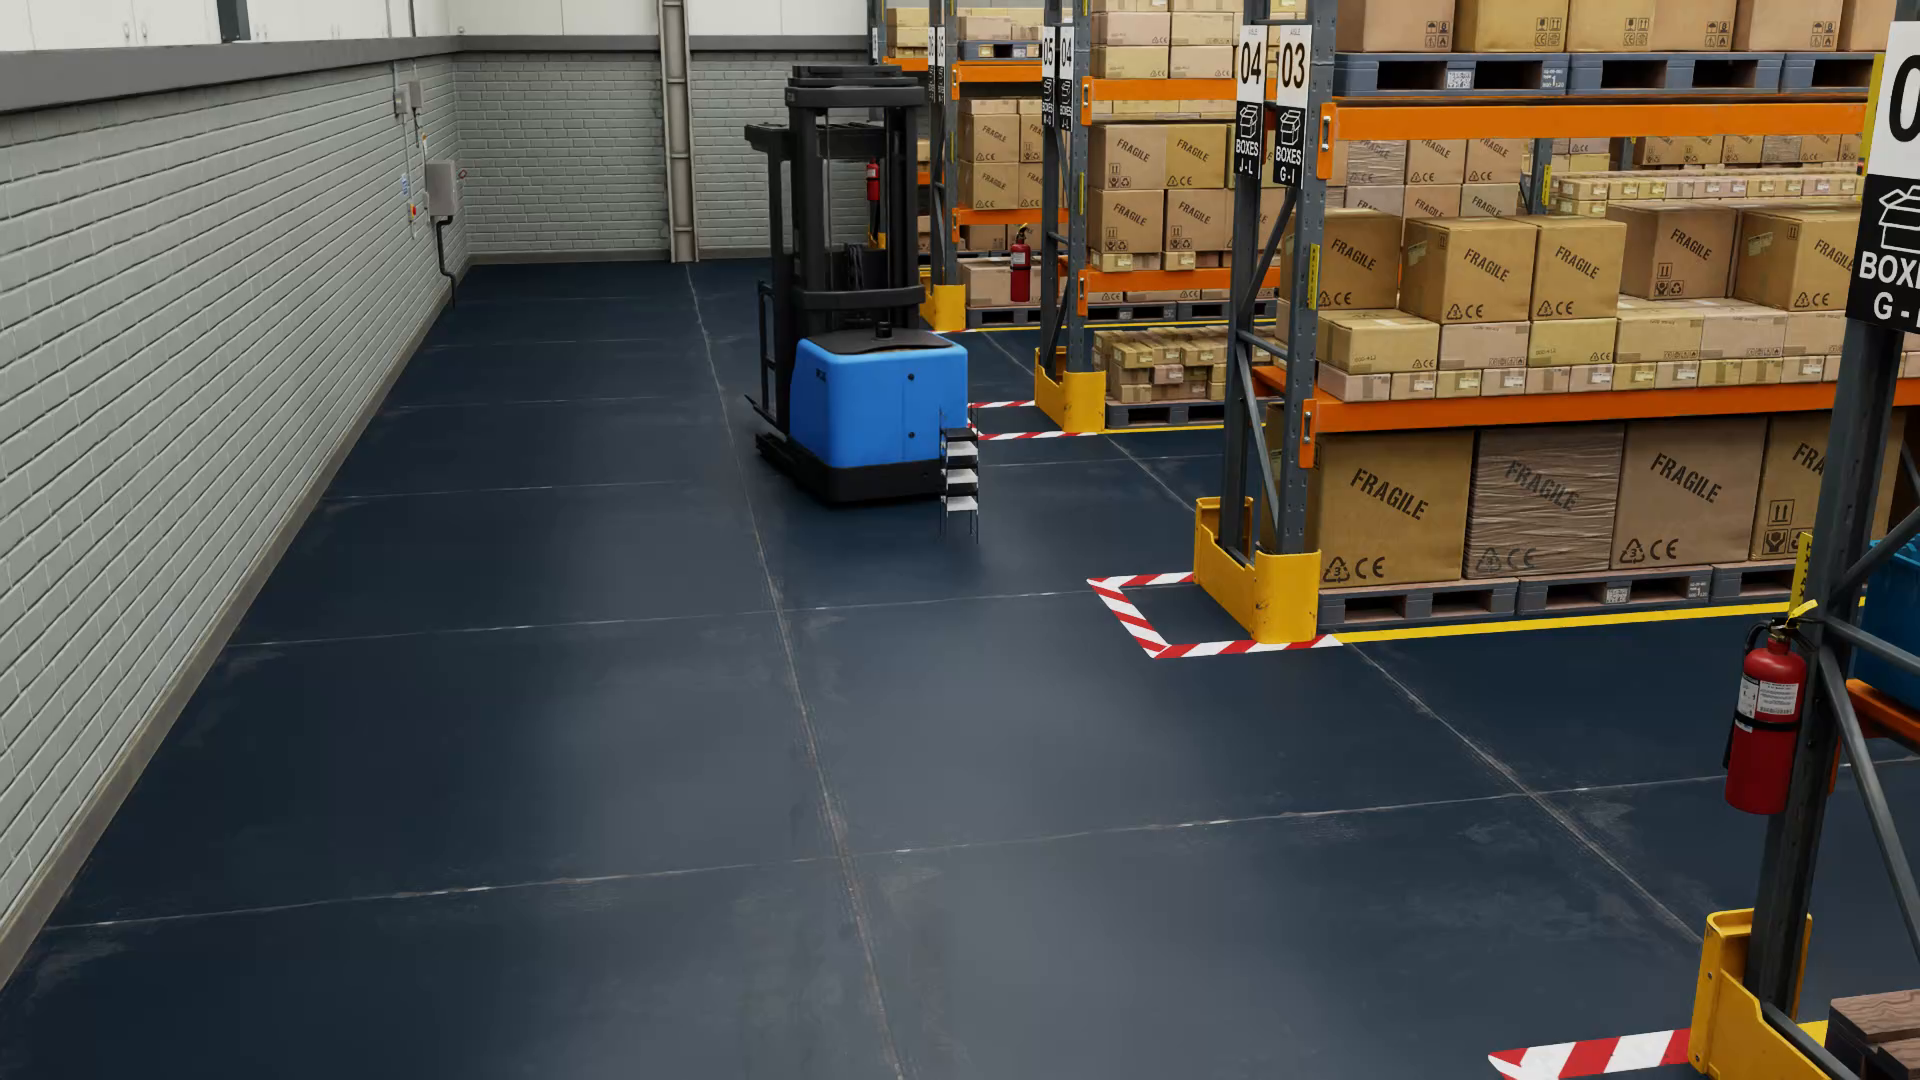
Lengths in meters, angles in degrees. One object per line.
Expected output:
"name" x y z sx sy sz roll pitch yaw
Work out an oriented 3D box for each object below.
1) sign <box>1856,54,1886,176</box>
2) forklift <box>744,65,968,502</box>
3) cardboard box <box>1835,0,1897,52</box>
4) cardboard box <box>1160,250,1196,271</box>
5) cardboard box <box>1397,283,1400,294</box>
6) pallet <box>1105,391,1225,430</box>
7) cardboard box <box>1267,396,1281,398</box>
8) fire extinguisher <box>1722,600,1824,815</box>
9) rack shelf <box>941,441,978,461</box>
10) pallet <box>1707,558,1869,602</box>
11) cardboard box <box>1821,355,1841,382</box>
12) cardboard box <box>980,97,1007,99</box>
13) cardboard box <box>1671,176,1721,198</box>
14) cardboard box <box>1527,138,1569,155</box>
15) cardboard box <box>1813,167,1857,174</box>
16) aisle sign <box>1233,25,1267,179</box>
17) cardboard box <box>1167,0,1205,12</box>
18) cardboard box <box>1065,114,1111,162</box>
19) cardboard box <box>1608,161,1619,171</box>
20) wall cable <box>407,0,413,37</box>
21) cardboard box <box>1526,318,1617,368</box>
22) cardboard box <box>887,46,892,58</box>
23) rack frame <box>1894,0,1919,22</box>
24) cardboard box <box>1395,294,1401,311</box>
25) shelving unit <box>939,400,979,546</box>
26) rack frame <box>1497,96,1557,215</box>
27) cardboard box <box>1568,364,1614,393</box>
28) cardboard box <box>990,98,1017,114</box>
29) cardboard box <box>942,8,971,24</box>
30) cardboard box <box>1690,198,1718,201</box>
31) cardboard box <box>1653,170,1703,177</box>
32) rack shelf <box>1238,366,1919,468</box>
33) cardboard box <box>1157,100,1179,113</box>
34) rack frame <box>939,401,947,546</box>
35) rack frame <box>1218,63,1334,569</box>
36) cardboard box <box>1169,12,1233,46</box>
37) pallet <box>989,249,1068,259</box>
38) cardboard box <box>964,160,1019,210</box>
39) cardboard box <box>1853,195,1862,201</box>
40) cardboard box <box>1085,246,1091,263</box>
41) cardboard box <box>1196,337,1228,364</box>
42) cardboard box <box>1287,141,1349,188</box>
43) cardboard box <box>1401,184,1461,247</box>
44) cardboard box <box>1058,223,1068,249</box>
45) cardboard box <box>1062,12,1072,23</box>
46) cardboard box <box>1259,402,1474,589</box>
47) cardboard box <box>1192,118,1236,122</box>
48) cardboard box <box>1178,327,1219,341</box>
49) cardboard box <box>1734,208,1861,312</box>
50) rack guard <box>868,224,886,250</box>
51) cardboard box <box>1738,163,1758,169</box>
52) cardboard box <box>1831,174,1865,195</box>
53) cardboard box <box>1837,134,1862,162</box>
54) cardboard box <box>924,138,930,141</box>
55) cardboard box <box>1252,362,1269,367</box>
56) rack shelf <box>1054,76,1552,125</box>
"sign" 2.514 -1.160 4.550 0.005 0.325 0.100 -3 17 -10
"forklift" -0.947 -2.053 12.504 1.130 2.935 3.031 -7 18 -21
"cardboard box" 4.865 -2.939 9.106 0.500 0.500 0.700 -4 18 -14
"cardboard box" 1.750 -2.311 13.655 0.250 0.149 0.380 -4 17 -12
"cardboard box" 5.221 -3.421 19.745 0.875 0.875 0.875 -3 17 -9
"pallet" 1.732 -1.188 14.321 1.213 0.211 1.003 -3 17 -10
"cardboard box" 2.677 -1.324 14.153 0.250 0.149 0.380 -4 18 -13
"fire extinguisher" 2.400 0.474 4.926 0.183 0.674 0.296 -3 17 -10
"rack shelf" -0.008 -0.570 10.635 0.200 0.077 0.258 -3 17 -10
"pallet" 4.861 0.084 10.180 1.213 0.211 1.003 -3 17 -10
"cardboard box" 4.880 -1.009 9.416 0.250 0.149 0.380 -4 17 -11
"cardboard box" 0.374 -4.838 18.476 0.250 0.149 0.380 -3 17 -9
"cardboard box" 6.276 -3.018 14.227 0.250 0.149 0.380 -3 17 -11
"cardboard box" 6.709 -4.739 19.260 0.500 0.500 0.500 -3 17 -9
"cardboard box" 7.954 -3.307 15.169 0.250 0.149 0.380 -4 17 -12
"aisle sign" 1.567 -2.372 8.997 0.004 0.787 0.394 -3 17 -10
"cardboard box" 1.748 -4.229 13.088 0.250 0.149 0.380 -3 17 -11
"cardboard box" 1.350 -4.435 18.270 0.500 0.500 0.500 -3 17 -11
"cardboard box" 7.947 -4.516 20.117 0.250 0.149 0.380 -3 17 -8
"wall cable" -5.857 -6.590 16.941 0.029 3.000 2.355 -3 17 -10
"cardboard box" 3.220 -1.124 9.110 0.500 0.250 0.500 -4 17 -12
"cardboard box" -0.860 -6.732 22.941 0.250 0.149 0.380 -3 17 -9
"rack frame" 2.634 -2.486 3.580 0.127 3.000 1.000 -3 17 -10
"cardboard box" 2.618 -1.248 9.517 0.500 0.250 0.500 -4 17 -11
"shelving unit" -0.008 -0.430 10.678 0.210 0.900 0.258 -3 17 -10
"rack frame" 4.780 -2.705 14.509 0.127 3.000 1.000 -3 17 -10
"cardboard box" 3.368 -0.923 9.137 0.250 0.149 0.380 -3 17 -11
"cardboard box" 0.460 -4.714 18.073 0.250 0.149 0.380 -3 17 -9
"cardboard box" -0.144 -7.053 22.453 0.500 0.250 0.500 -3 17 -11
"cardboard box" 6.281 -2.877 14.275 0.250 0.149 0.380 -3 17 -8
"cardboard box" 6.417 -3.221 14.888 0.250 0.149 0.380 -4 18 -13
"rack shelf" 3.658 -0.814 9.578 4.000 0.370 1.077 -3 17 -10
"cardboard box" 2.233 -4.800 18.353 0.250 0.149 0.380 -4 17 -12
"rack frame" -0.108 -0.424 10.660 0.006 0.900 0.240 -3 17 -10
"rack frame" 1.695 -1.046 9.110 0.127 3.000 1.000 -3 17 -10
"cardboard box" 1.846 -4.062 13.223 0.500 0.250 0.500 -3 17 -11
"pallet" 0.922 -4.117 23.856 1.213 0.211 1.003 -3 17 -10
"cardboard box" 0.341 -3.895 18.214 0.500 0.500 0.500 -3 17 -11
"cardboard box" 7.790 -2.961 14.549 0.250 0.149 0.380 -3 17 -9
"cardboard box" 1.120 -2.461 14.145 0.250 0.149 0.380 -3 17 -10
"cardboard box" 2.179 -1.600 14.040 0.250 0.149 0.380 -4 18 -13
"cardboard box" 2.853 -3.180 13.677 0.500 0.500 0.500 -4 17 -12
"cardboard box" 3.849 -2.758 14.005 0.500 0.500 0.500 -4 17 -12
"cardboard box" 1.354 -4.441 23.703 0.500 0.500 0.700 -4 18 -13
"cardboard box" 1.294 -5.612 18.132 0.500 0.311 0.500 -3 17 -9
"cardboard box" 2.308 -0.290 9.551 0.875 0.875 0.875 -3 17 -10
"cardboard box" 2.261 -3.307 14.089 0.500 0.500 0.500 -2 17 -8
"cardboard box" 2.079 -1.751 14.532 0.250 0.149 0.380 -4 18 -13
"cardboard box" 4.729 -1.569 9.282 0.500 0.500 0.500 -3 17 -10
"rack guard" -1.056 -4.143 23.450 0.348 0.500 1.175 -3 17 -10
"cardboard box" 9.351 -4.474 19.983 0.250 0.149 0.380 -3 17 -8
"cardboard box" 7.809 -3.105 14.512 0.250 0.149 0.380 -3 17 -9
"cardboard box" 10.700 -4.843 20.077 0.500 0.500 0.500 -3 17 -10
"cardboard box" -0.223 -5.535 23.472 0.500 0.250 0.500 -3 17 -10
"cardboard box" 2.434 -1.481 14.157 0.250 0.149 0.380 -4 18 -13
"rack shelf" 2.817 -3.683 13.811 4.000 0.370 1.077 -3 17 -10
